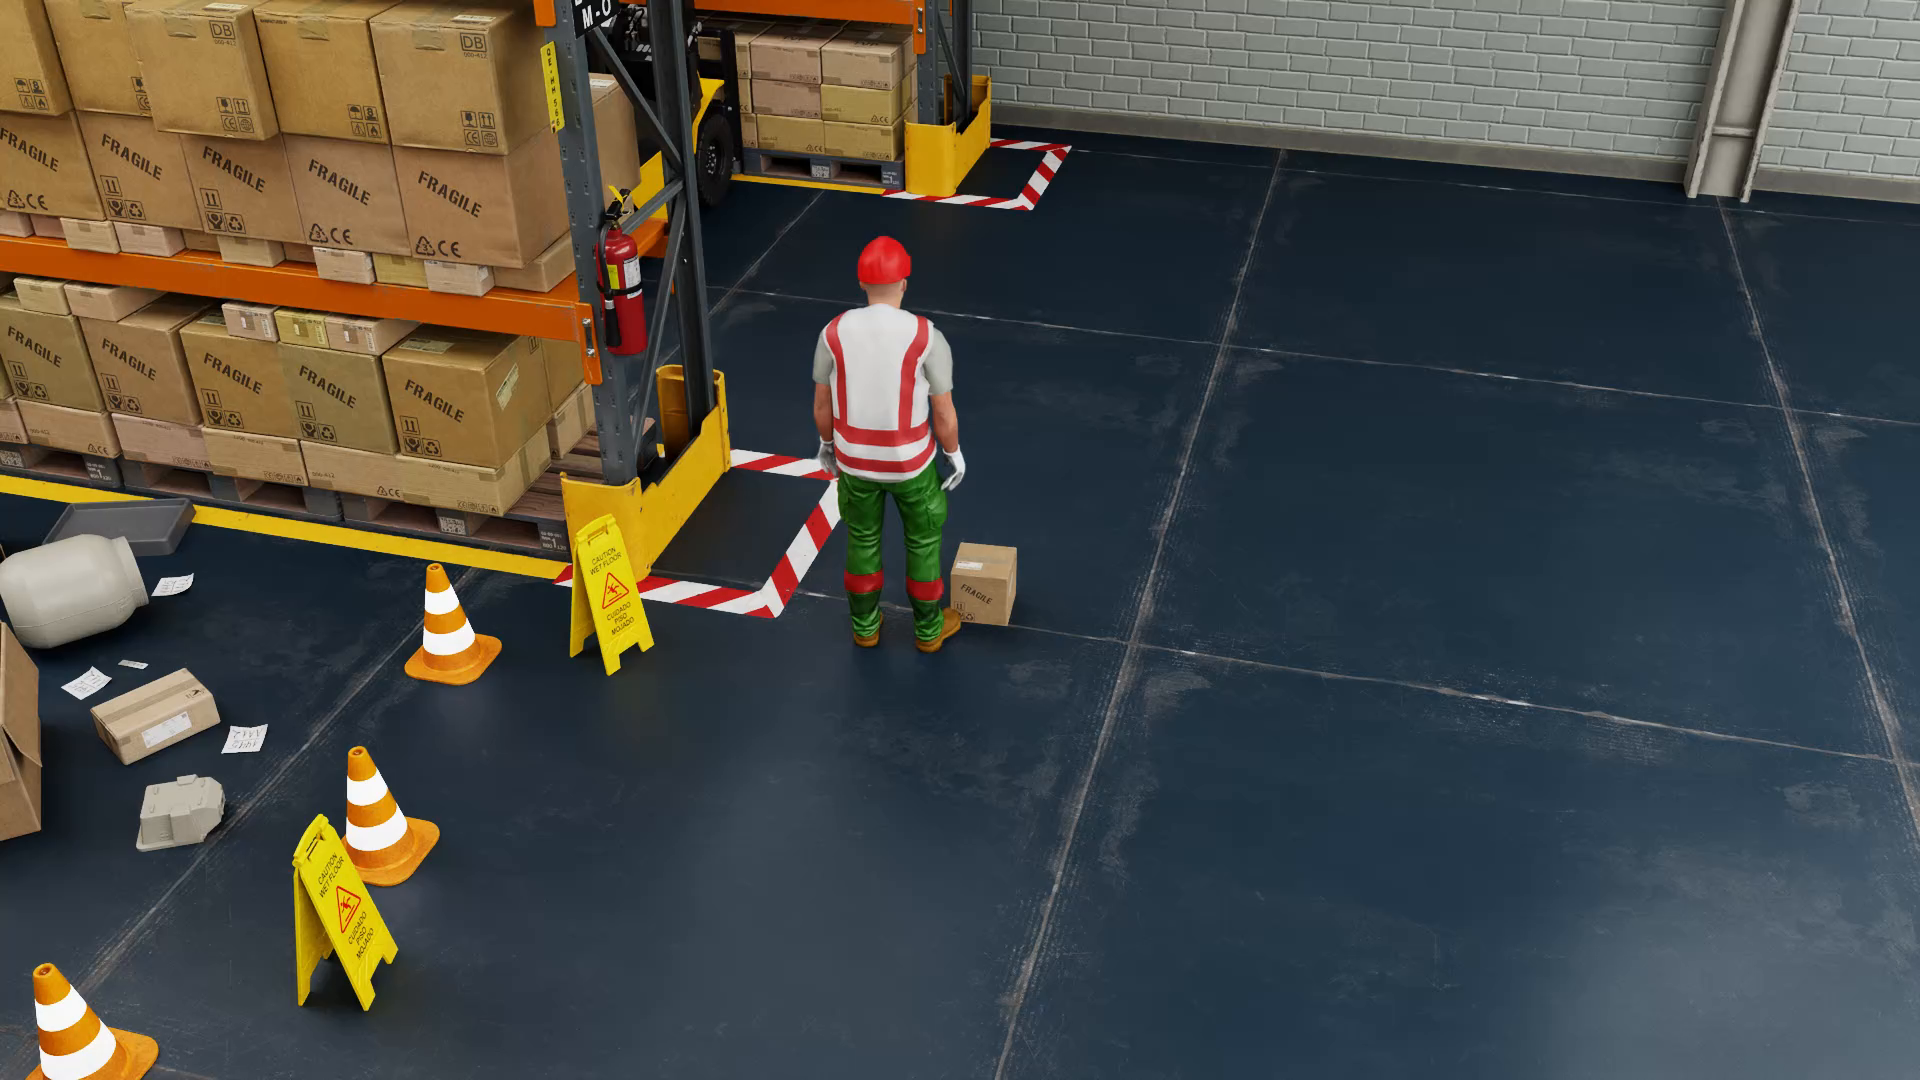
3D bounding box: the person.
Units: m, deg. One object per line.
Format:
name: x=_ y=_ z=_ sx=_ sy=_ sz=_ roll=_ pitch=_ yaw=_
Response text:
person: x=-0.281 y=-0.347 z=6.668 sx=0.609 sy=1.780 sz=0.448 roll=7 pitch=33 yaw=10
